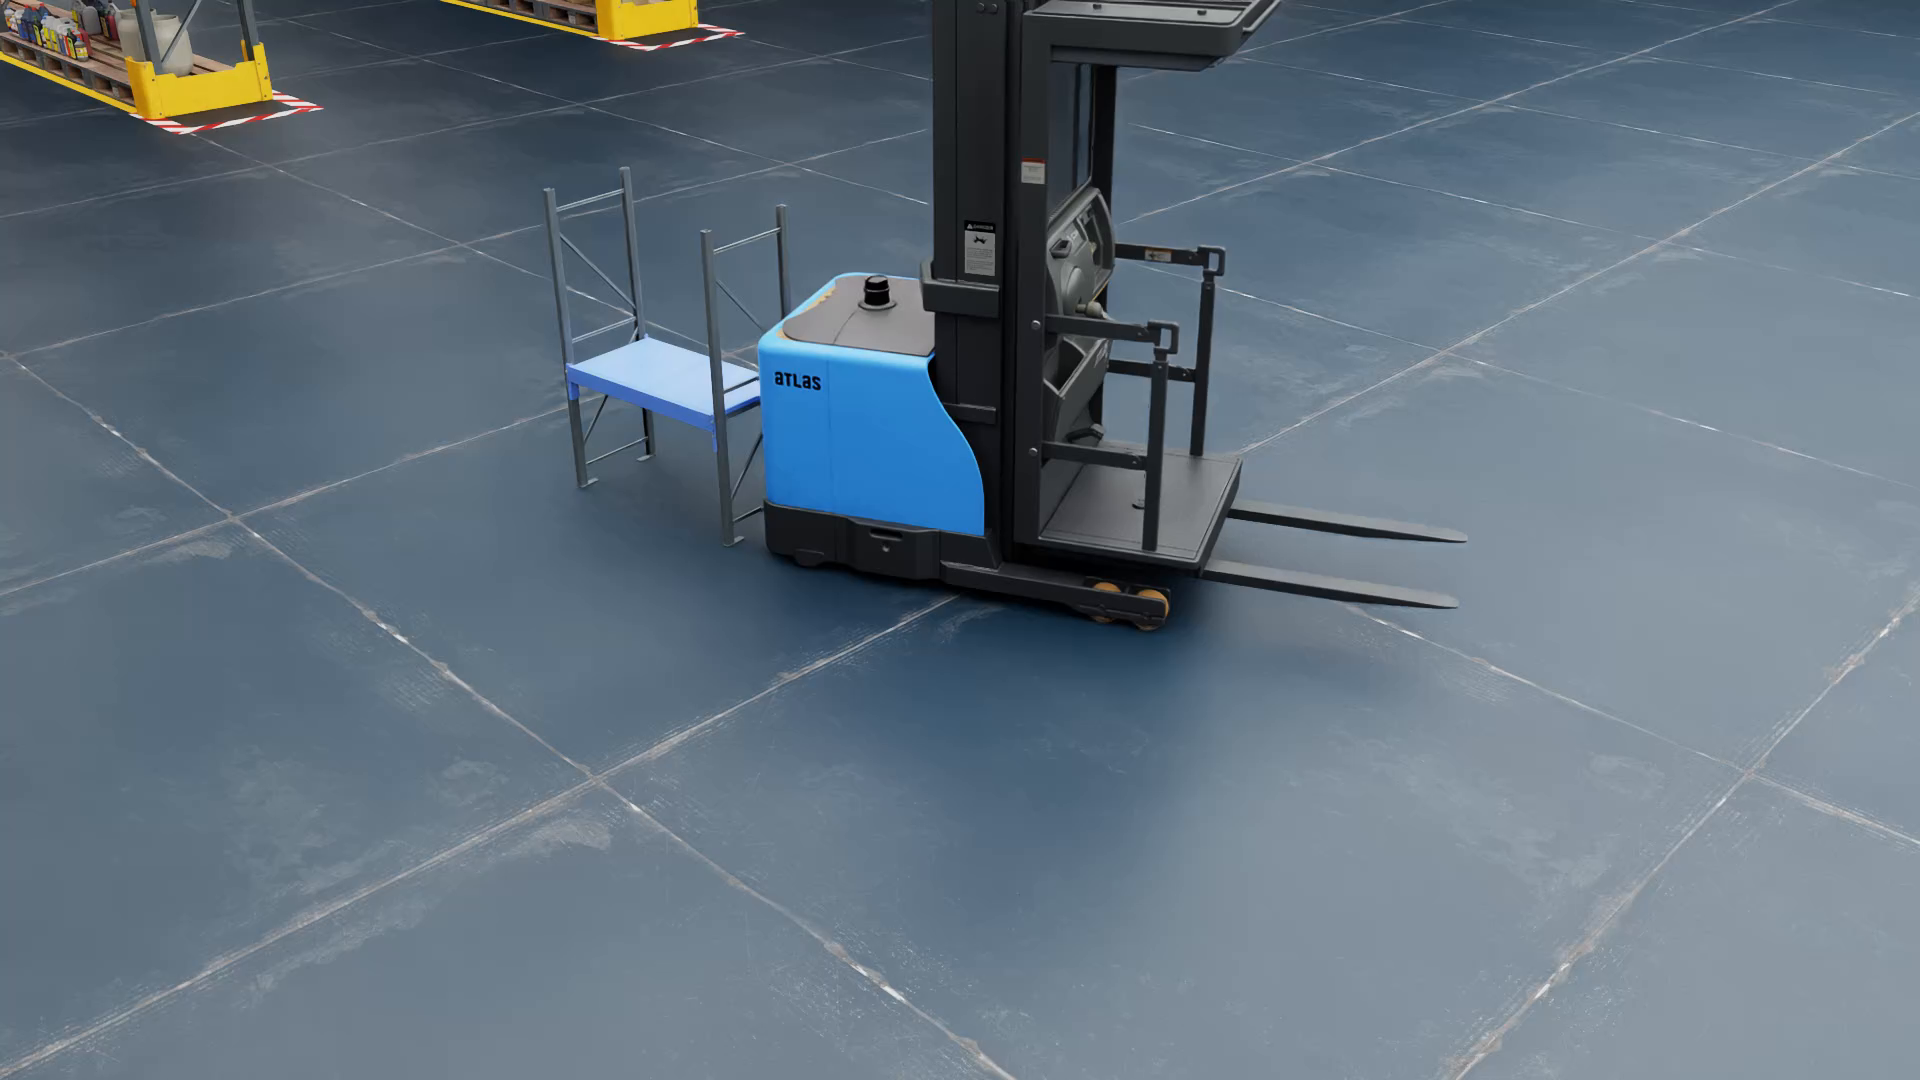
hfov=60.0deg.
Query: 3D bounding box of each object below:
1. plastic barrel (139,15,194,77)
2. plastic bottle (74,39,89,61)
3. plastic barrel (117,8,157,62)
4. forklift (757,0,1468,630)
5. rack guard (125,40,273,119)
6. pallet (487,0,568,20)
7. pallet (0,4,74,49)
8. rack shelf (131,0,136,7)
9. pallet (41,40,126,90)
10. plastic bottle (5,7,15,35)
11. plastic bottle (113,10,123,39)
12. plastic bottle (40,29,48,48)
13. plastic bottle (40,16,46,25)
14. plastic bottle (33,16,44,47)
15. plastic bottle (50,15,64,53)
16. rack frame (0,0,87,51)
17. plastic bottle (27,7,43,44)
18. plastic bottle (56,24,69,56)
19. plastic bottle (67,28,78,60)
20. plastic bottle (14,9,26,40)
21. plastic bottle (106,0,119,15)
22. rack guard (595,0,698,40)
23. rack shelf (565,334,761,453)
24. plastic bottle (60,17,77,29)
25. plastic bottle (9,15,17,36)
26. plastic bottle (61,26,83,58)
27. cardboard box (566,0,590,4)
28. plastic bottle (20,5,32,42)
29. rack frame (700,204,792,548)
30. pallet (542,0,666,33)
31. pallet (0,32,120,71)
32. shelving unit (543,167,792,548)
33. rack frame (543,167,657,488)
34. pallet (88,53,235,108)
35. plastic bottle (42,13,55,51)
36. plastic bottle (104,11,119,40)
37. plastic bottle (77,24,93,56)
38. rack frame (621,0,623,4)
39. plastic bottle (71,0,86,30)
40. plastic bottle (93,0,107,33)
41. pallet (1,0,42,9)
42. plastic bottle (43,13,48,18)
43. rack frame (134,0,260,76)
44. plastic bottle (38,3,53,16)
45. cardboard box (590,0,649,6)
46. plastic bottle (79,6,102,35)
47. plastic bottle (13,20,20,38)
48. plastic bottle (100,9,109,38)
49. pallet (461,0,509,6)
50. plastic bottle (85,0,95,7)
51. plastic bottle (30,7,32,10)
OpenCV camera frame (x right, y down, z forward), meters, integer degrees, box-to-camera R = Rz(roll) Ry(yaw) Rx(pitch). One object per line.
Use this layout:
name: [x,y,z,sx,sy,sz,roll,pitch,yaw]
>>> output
plastic barrel: [-7.404,-4.606,15.508,0.421,0.512,0.421,0,28,0]
plastic bottle: [-8.498,-4.742,16.079,0.097,0.201,0.097,0,28,0]
plastic barrel: [-7.762,-4.769,15.819,0.421,0.512,0.421,0,28,0]
forklift: [0.691,-1.196,6.875,3.031,2.935,1.130,9,29,16]
rack guard: [-6.968,-4.235,15.266,0.348,0.500,1.175,25,36,38]
pallet: [-4.883,-6.441,19.772,1.213,0.211,1.003,25,36,38]
pallet: [-10.321,-5.646,18.261,1.213,0.211,1.003,25,36,38]
rack shelf: [-8.307,-5.666,16.075,4.000,0.370,1.077,25,36,38]
pallet: [-8.410,-4.772,16.598,1.213,0.211,1.003,25,36,38]
plastic bottle: [-9.814,-5.375,17.207,0.097,0.271,0.097,0,28,0]
plastic bottle: [-8.592,-5.289,17.040,0.152,0.276,0.135,-25,36,-38]
plastic bottle: [-9.129,-5.030,16.627,0.097,0.201,0.097,0,28,0]
plastic bottle: [-9.183,-5.126,16.734,0.097,0.271,0.097,0,28,0]
plastic bottle: [-9.226,-5.099,16.670,0.061,0.283,0.133,-23,36,-37]
plastic bottle: [-8.879,-4.997,16.404,0.144,0.351,0.185,-24,36,-37]
rack frame: [-9.734,-6.637,17.149,0.127,3.000,1.000,25,36,38]
plastic bottle: [-9.314,-5.197,16.783,0.185,0.351,0.144,23,35,36]
plastic bottle: [-8.758,-4.911,16.321,0.135,0.276,0.152,23,36,37]
plastic bottle: [-8.594,-4.810,16.121,0.061,0.283,0.133,-24,36,-38]
plastic bottle: [-9.564,-5.280,17.023,0.152,0.276,0.135,-24,36,-37]
plastic bottle: [-8.705,-5.377,17.126,0.185,0.351,0.144,24,36,38]
rack guard: [-3.463,-5.894,18.422,0.348,0.500,1.175,25,36,38]
rack shelf: [-1.330,-0.710,7.876,1.000,0.185,0.538,20,34,33]
plastic bottle: [-8.925,-5.082,16.646,0.135,0.276,0.152,25,36,38]
plastic bottle: [-9.741,-5.310,17.160,0.097,0.201,0.097,0,28,0]
plastic bottle: [-8.659,-4.866,16.235,0.135,0.276,0.152,25,37,39]
cardboard box: [-4.293,-6.448,19.024,0.500,0.500,0.500,-15,31,-27]
plastic bottle: [-9.449,-5.258,16.900,0.144,0.351,0.185,-24,36,-38]
rack frame: [-0.930,-0.724,7.515,0.032,1.500,0.500,20,34,33]
pallet: [-4.018,-6.043,19.015,1.213,0.211,1.003,25,36,38]
pallet: [-9.284,-5.170,17.355,1.213,0.211,1.003,25,36,38]
shelving unit: [-1.330,-0.870,7.792,1.048,1.500,0.538,20,34,33]
rack frame: [-1.731,-1.015,8.069,0.032,1.500,0.500,20,34,33]
pallet: [-7.544,-4.374,15.841,1.213,0.211,1.003,25,36,38]
plastic bottle: [-9.011,-5.058,16.519,0.185,0.351,0.144,24,36,38]
plastic bottle: [-8.666,-5.257,16.971,0.133,0.283,0.061,25,36,38]
plastic bottle: [-8.585,-4.905,16.301,0.133,0.283,0.061,25,36,38]
rack frame: [-3.409,-6.975,17.793,0.127,3.000,1.000,25,36,38]
plastic bottle: [-9.173,-5.497,17.354,0.185,0.351,0.144,25,36,38]
plastic bottle: [-8.935,-5.482,17.326,0.185,0.351,0.144,22,35,36]
pallet: [-11.195,-6.044,19.018,1.213,0.211,1.003,25,36,38]
plastic bottle: [-9.261,-5.216,16.905,0.097,0.271,0.097,0,28,0]
rack frame: [-6.881,-5.332,14.667,0.127,3.000,1.000,25,36,38]
plastic bottle: [-9.348,-5.306,16.991,0.185,0.351,0.144,25,36,38]
cardboard box: [-3.842,-6.264,18.675,0.500,0.500,0.500,-18,33,-30]
plastic bottle: [-9.021,-5.392,17.235,0.135,0.276,0.152,25,36,38]
plastic bottle: [-9.669,-5.277,17.097,0.097,0.201,0.097,0,28,0]
plastic bottle: [-8.759,-5.304,17.061,0.133,0.283,0.061,25,36,38]
pallet: [-5.757,-6.839,20.530,1.213,0.211,1.003,25,36,38]
plastic bottle: [-9.072,-5.545,17.445,0.185,0.351,0.144,23,36,37]
plastic bottle: [-9.490,-5.319,17.089,0.133,0.283,0.061,25,36,38]
